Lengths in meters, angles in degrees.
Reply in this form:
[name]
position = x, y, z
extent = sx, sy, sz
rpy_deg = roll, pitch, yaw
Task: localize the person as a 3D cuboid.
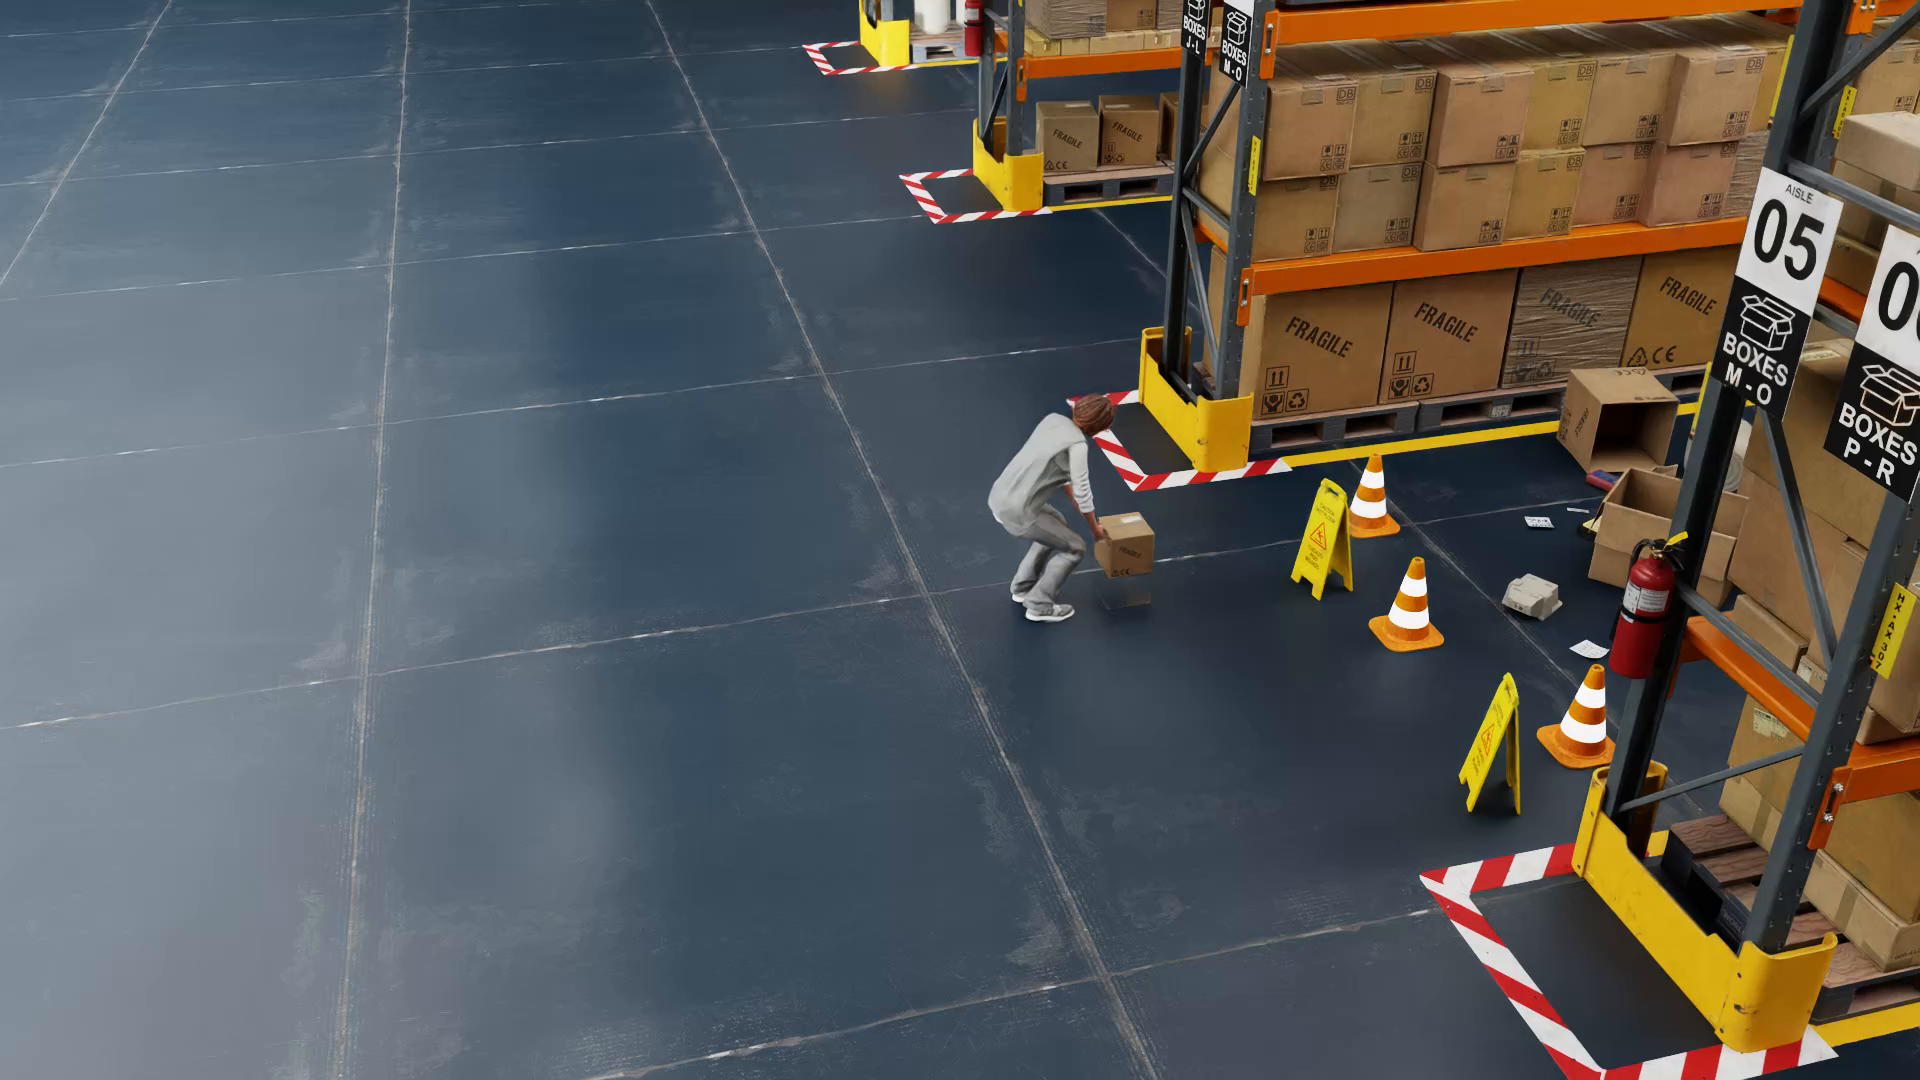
[person]
position = 0.479, -0.177, 8.902
extent = 0.685, 1.230, 0.463
rpy_deg = -8, 32, -13
